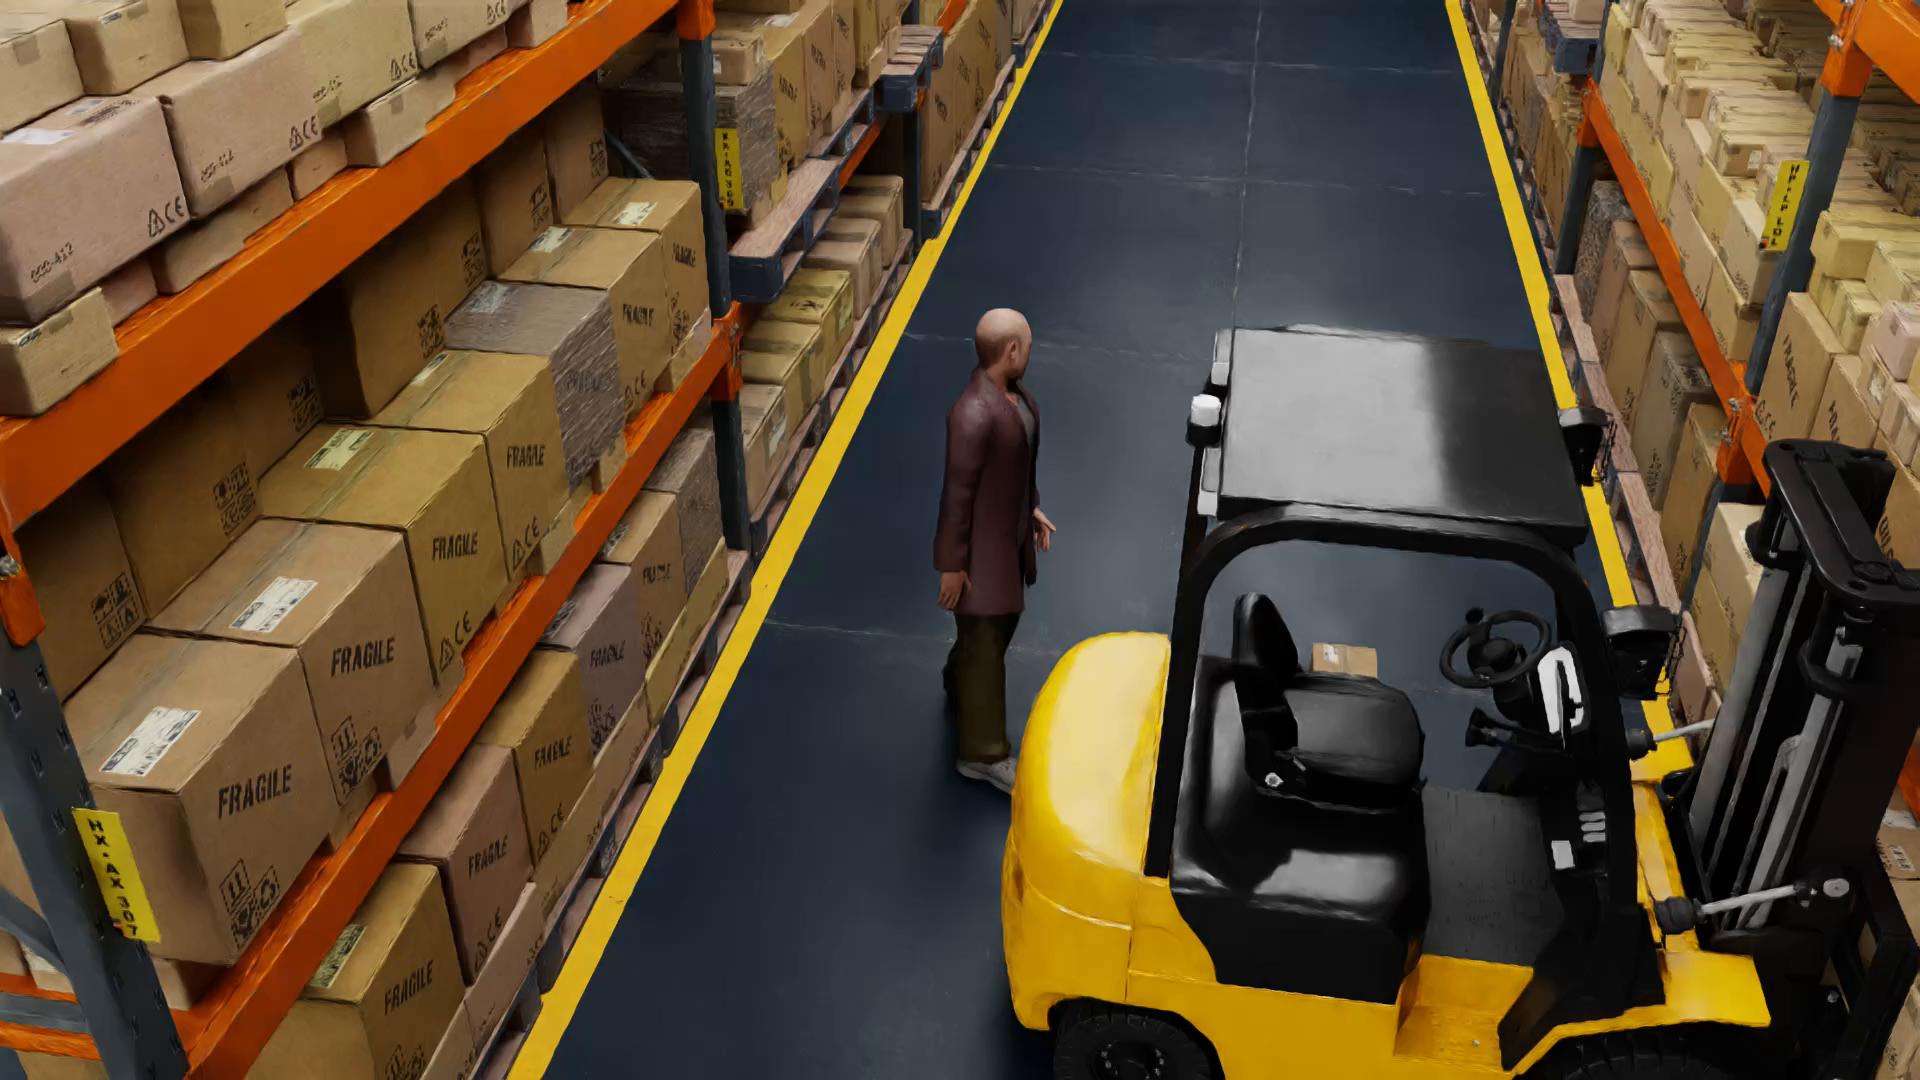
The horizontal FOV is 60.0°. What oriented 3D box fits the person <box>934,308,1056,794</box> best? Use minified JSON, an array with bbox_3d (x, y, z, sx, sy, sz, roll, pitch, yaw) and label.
[{"bbox_3d":[0.155,0.028,6.137,0.654,1.778,0.691,14,35,22],"label":"person"}]
